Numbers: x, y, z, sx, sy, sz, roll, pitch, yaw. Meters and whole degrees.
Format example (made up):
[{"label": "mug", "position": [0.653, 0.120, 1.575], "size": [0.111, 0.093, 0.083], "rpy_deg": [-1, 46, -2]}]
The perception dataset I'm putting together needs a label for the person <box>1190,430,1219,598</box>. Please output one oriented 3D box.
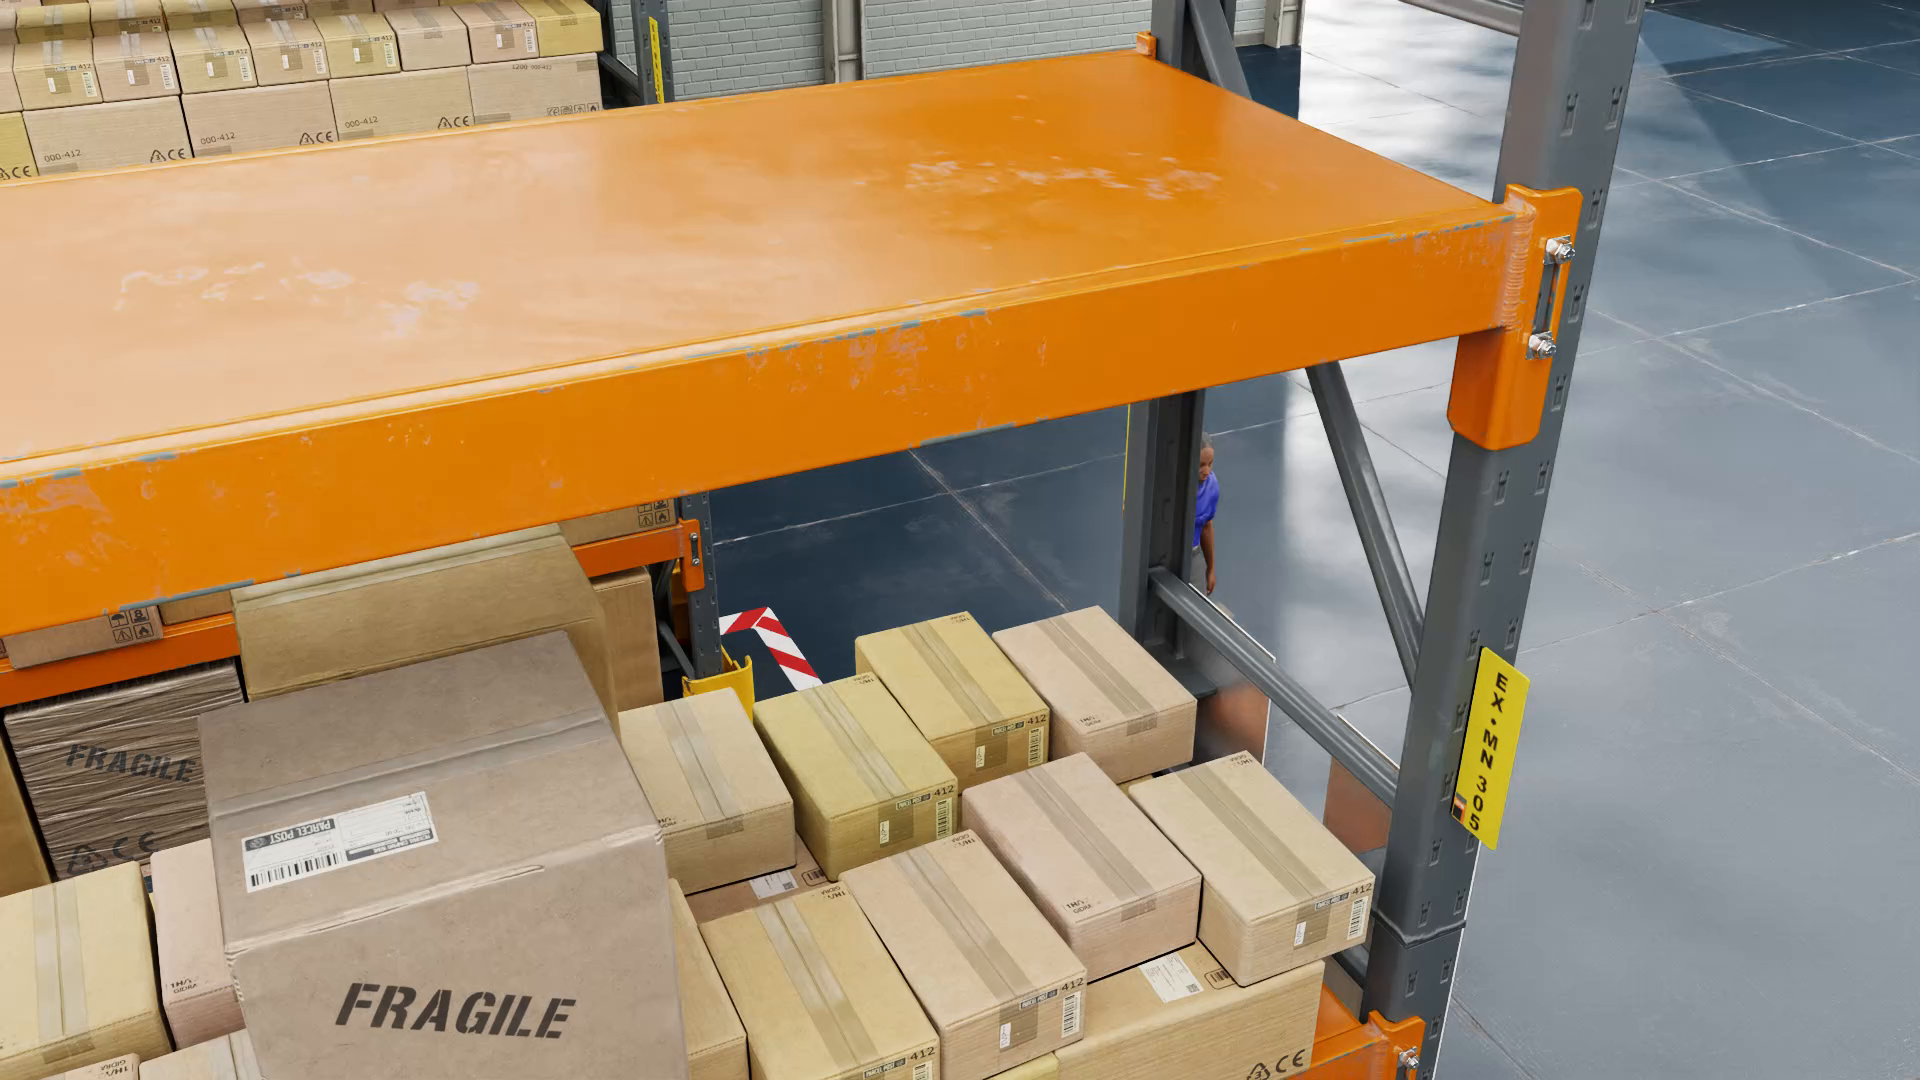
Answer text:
[{"label": "person", "position": [1.041, 0.205, 8.089], "size": [0.530, 1.654, 0.403], "rpy_deg": [-15, 33, -25]}]
